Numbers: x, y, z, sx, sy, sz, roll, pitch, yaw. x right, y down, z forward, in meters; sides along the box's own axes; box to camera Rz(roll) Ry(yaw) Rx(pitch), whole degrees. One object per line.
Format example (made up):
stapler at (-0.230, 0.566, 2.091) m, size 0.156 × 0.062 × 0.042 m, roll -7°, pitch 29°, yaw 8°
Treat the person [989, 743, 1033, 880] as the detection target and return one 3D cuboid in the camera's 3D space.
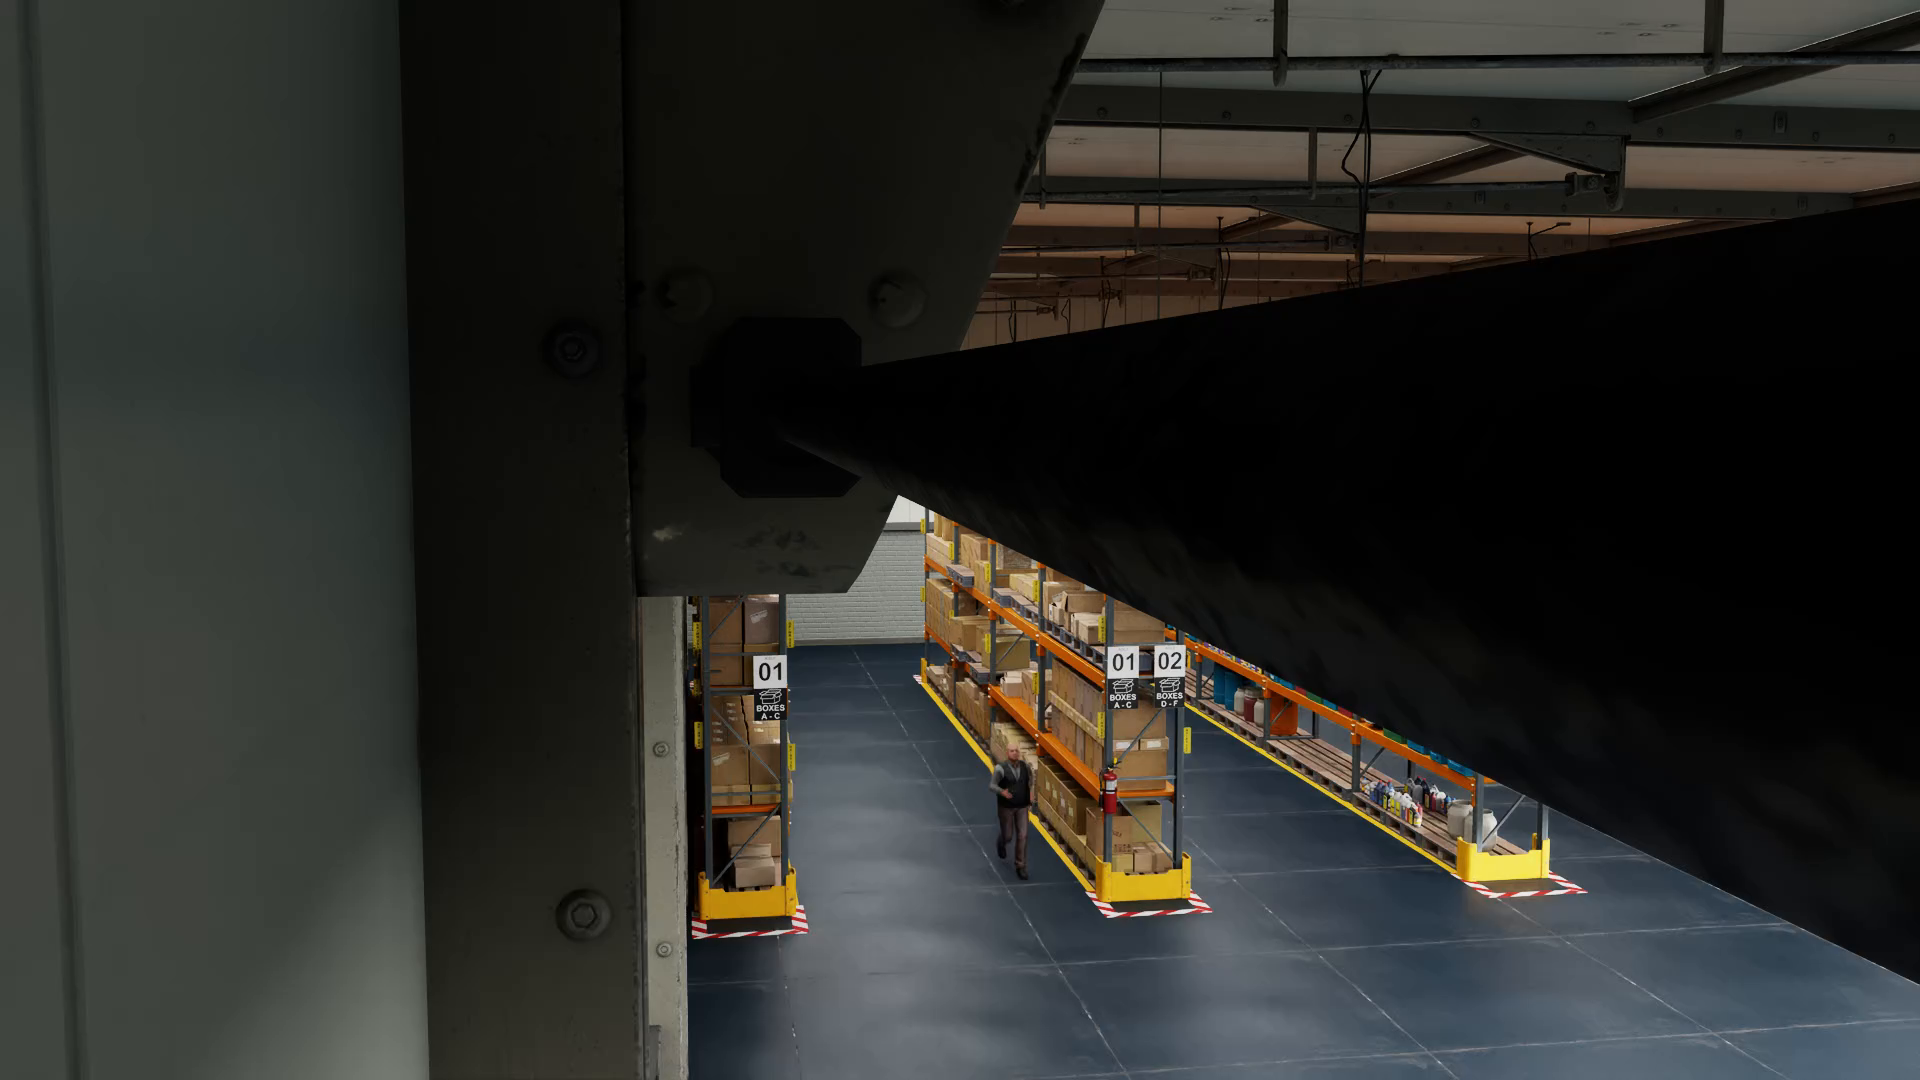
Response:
person at (0.703, 3.537, 21.983) m, size 0.661 × 1.715 × 0.935 m, roll -1°, pitch 5°, yaw -15°
